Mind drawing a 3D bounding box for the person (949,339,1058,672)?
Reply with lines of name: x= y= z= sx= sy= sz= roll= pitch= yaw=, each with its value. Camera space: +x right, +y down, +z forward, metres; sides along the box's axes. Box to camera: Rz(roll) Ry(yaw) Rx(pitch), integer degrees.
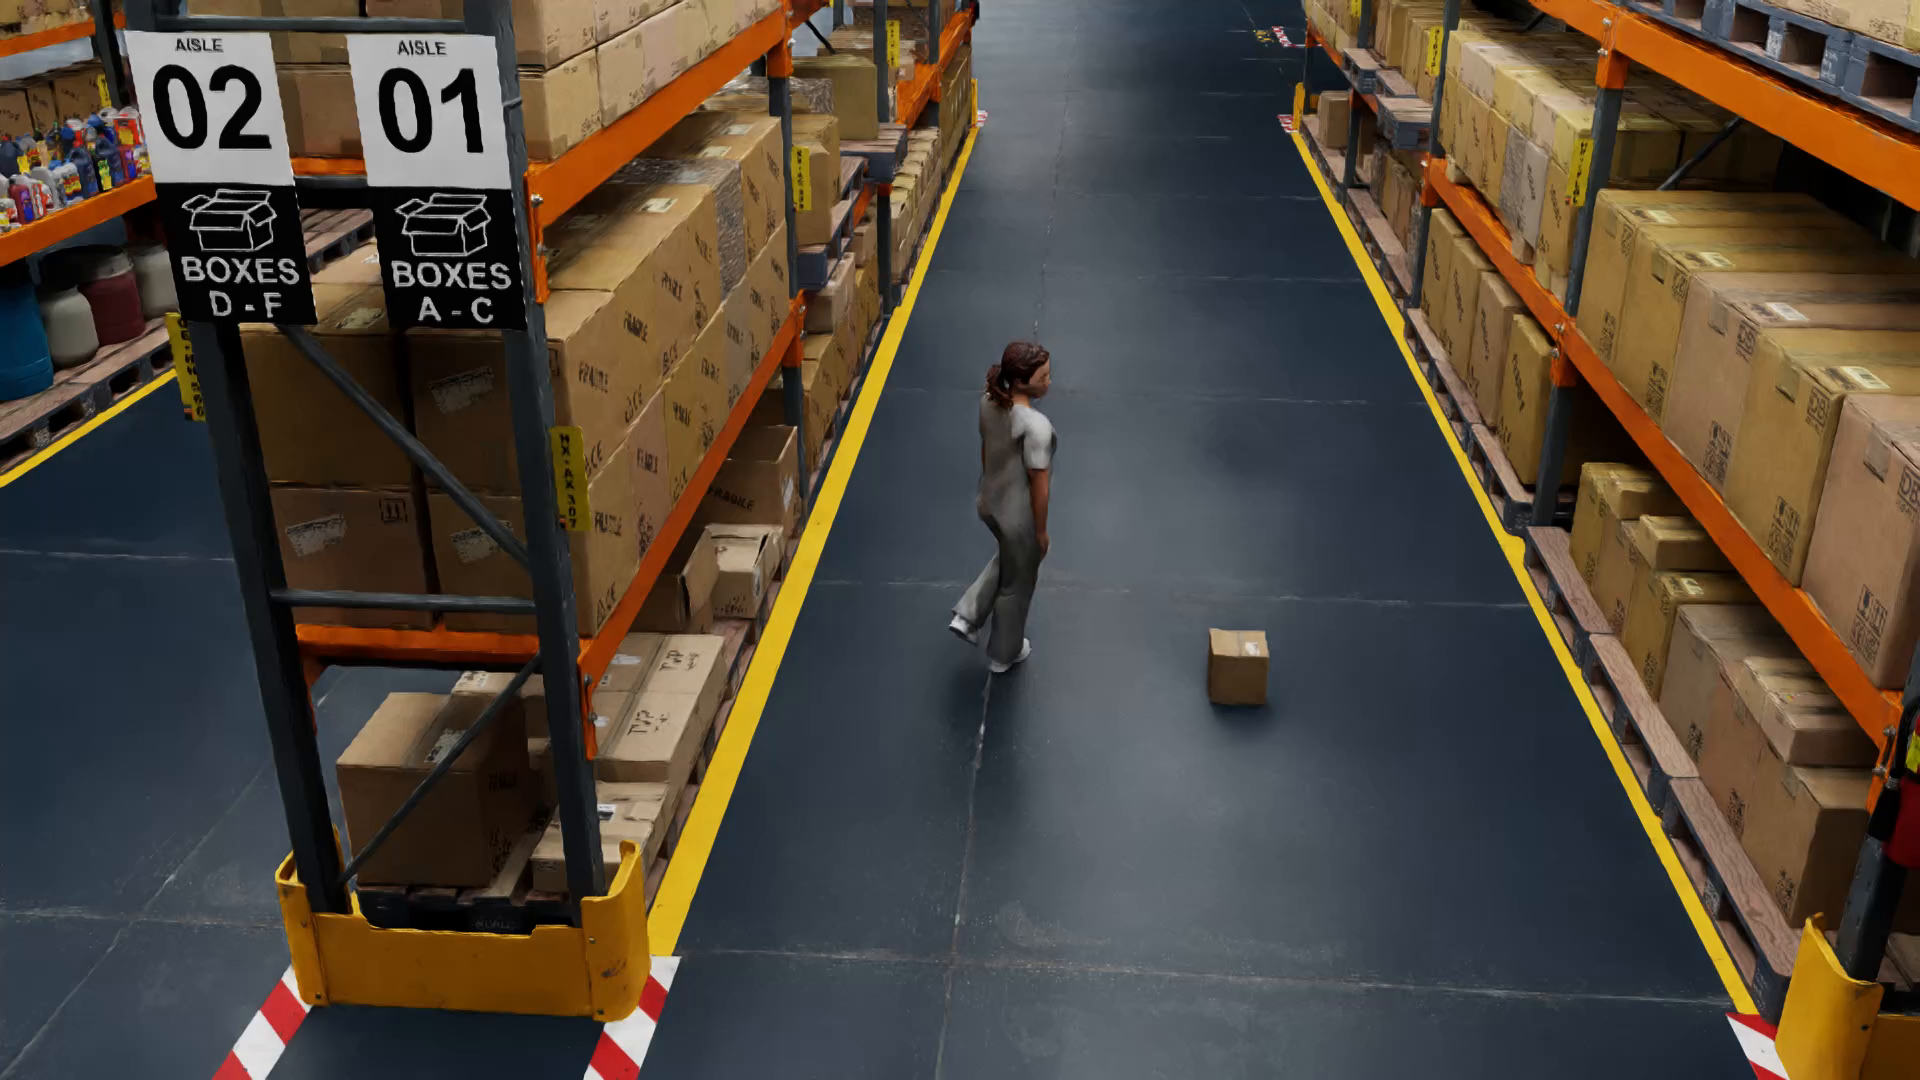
person: x=0.250 y=-0.121 z=7.383 sx=0.491 sy=1.663 sz=0.540 roll=-19 pitch=31 yaw=-36
